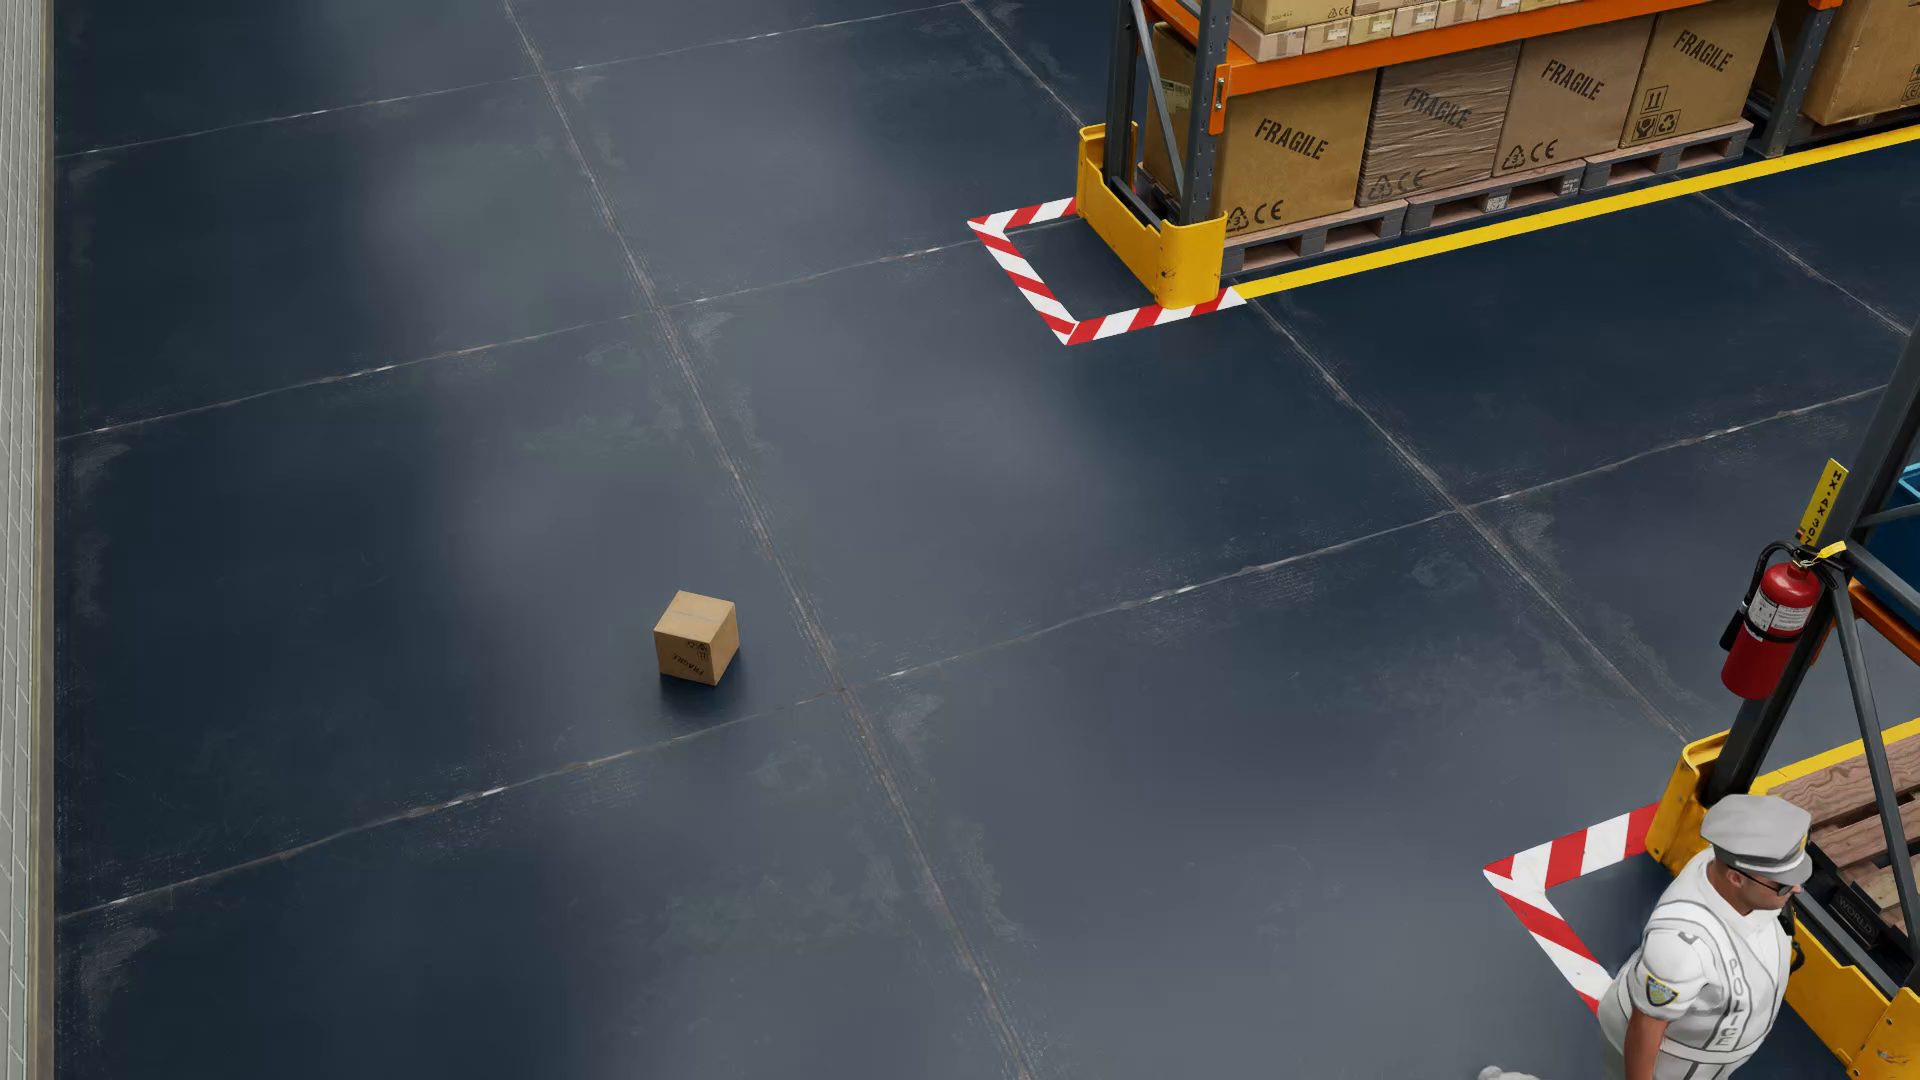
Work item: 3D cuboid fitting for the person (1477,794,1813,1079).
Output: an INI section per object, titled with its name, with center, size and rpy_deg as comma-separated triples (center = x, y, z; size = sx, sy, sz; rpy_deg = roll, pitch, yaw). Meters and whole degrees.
[person]
center = 1.929, 1.314, 4.625
size = 0.675, 1.756, 0.534
rpy_deg = 33, 51, 32
